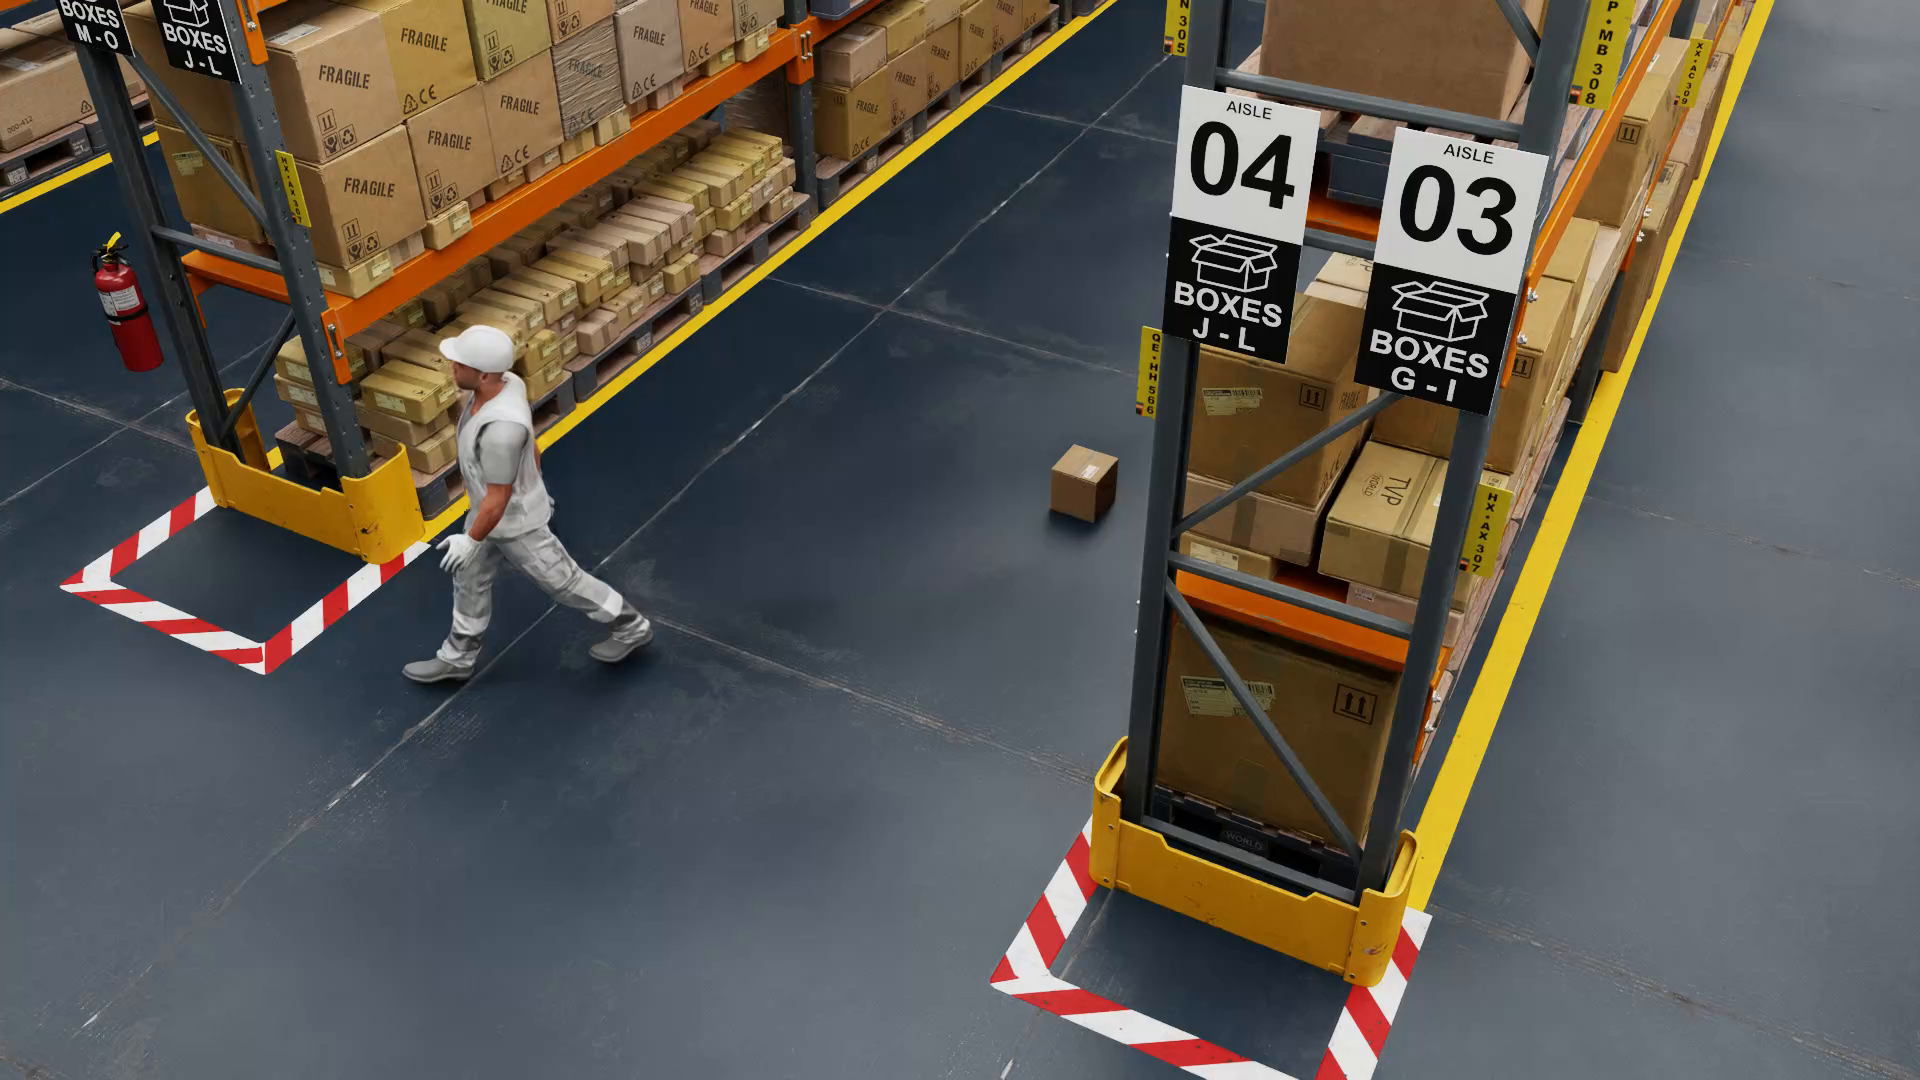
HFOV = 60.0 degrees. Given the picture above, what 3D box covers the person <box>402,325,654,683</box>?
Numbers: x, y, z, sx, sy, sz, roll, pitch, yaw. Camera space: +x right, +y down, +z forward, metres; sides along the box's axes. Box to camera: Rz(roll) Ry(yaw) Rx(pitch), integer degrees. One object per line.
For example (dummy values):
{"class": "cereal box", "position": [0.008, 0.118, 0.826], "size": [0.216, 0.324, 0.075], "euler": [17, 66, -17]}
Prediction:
{"class": "person", "position": [-1.899, -0.105, 6.871], "size": [1.084, 1.742, 0.530], "euler": [-13, 40, -17]}
